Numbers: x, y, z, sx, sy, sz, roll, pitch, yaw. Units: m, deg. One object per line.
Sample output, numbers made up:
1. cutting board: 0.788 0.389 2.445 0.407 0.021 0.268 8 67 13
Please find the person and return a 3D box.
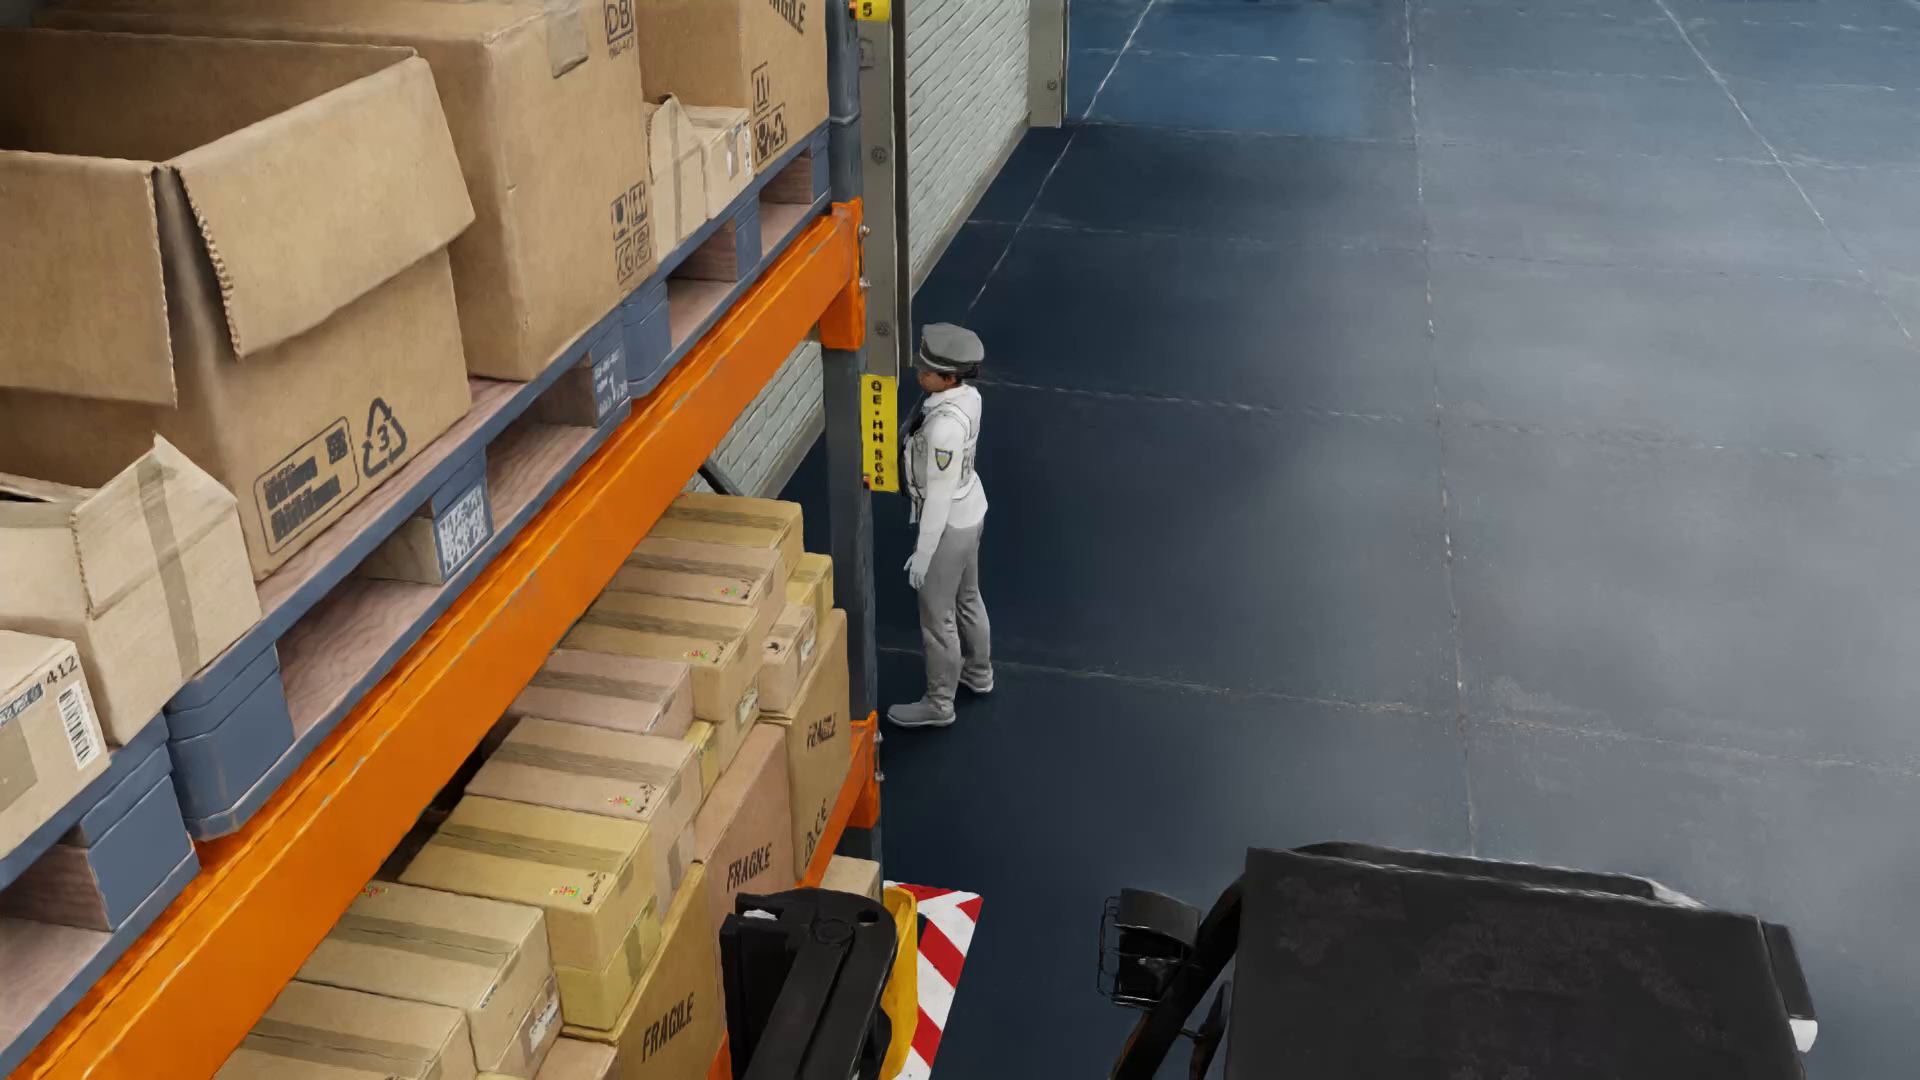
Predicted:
1. person: -0.073 -0.050 6.643 0.389 1.684 0.597 6 30 11
